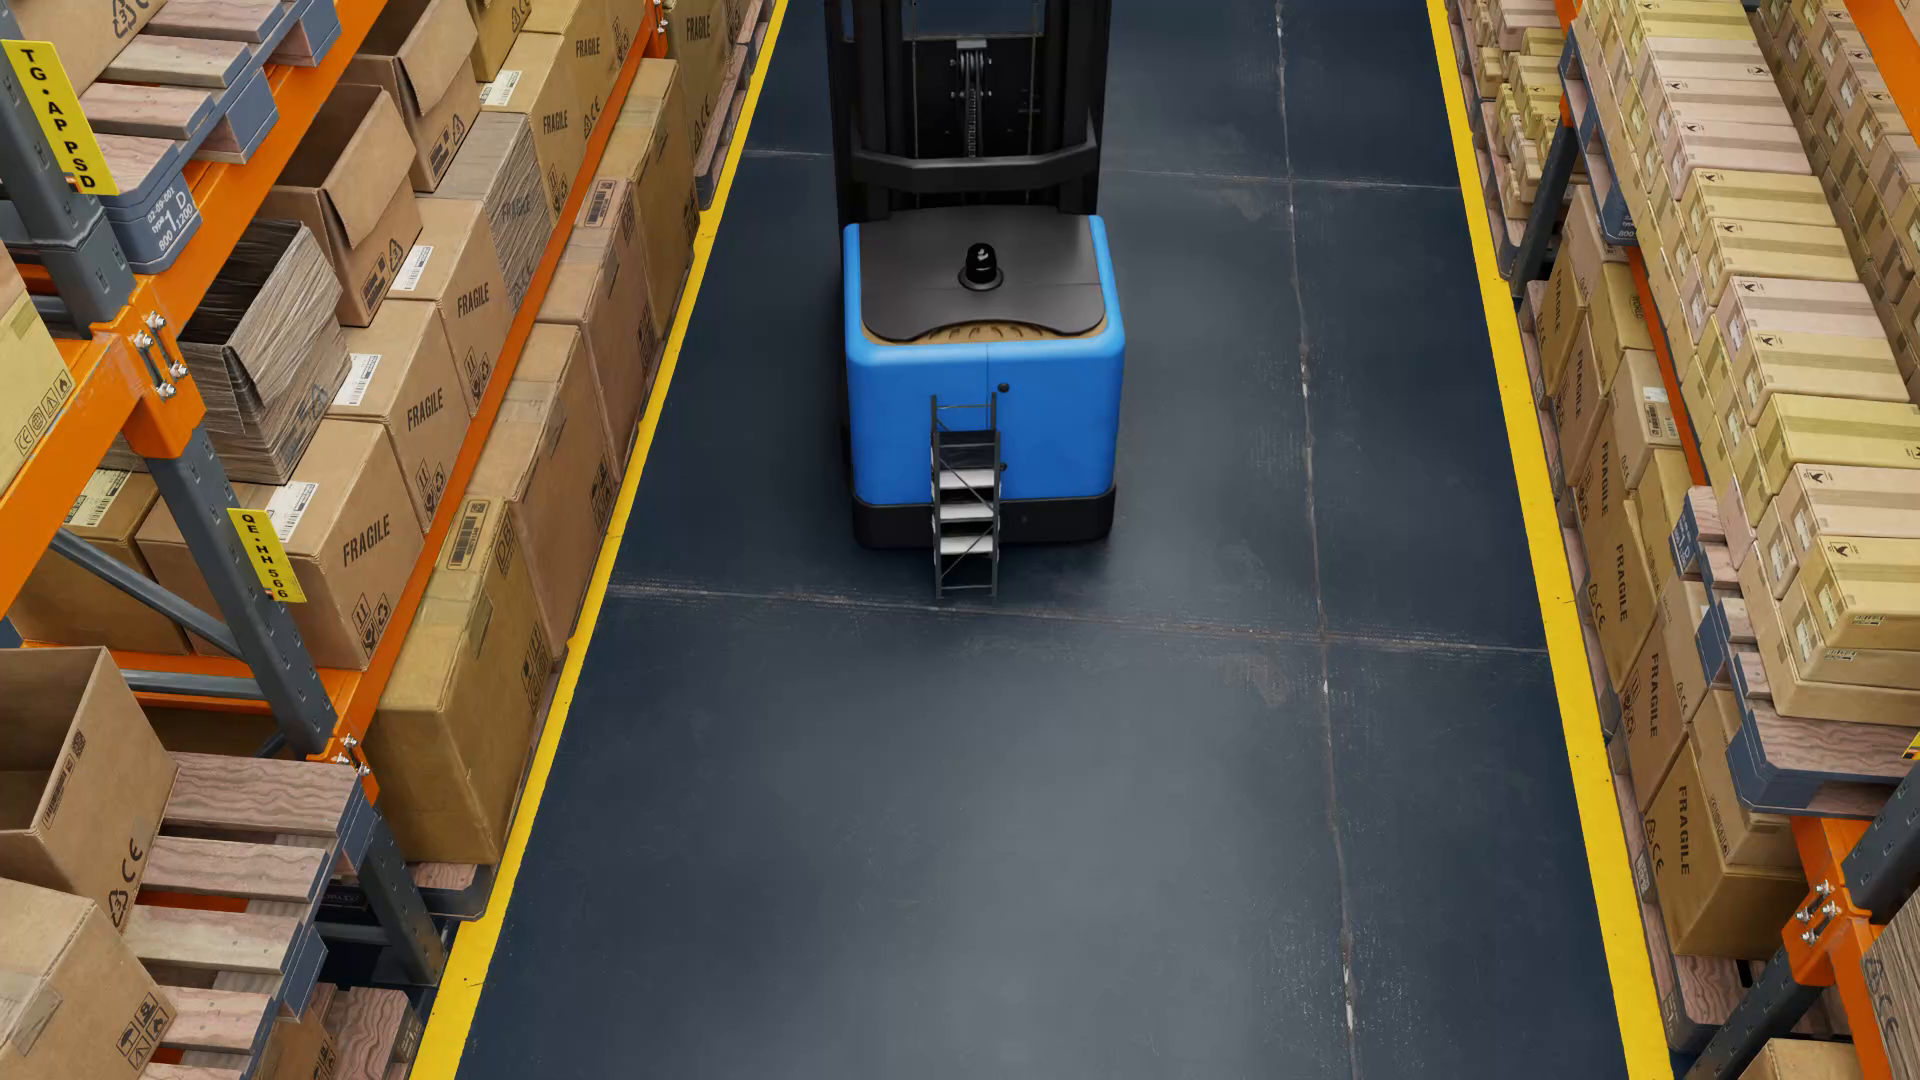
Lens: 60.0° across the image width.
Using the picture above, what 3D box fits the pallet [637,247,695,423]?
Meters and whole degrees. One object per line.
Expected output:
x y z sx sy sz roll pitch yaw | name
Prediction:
-1.830 -1.052 7.595 1.003 0.211 1.213 4 48 4 | pallet

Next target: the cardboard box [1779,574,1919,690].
2.322 0.231 4.216 0.380 0.149 0.250 5 48 4 | cardboard box

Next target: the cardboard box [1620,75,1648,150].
2.534 -1.484 5.785 0.380 0.149 0.250 2 48 2 | cardboard box

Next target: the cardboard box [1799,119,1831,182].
3.185 -1.351 5.864 0.380 0.149 0.250 2 48 2 | cardboard box

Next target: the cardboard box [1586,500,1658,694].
2.614 0.212 5.959 0.500 0.500 0.500 2 48 2 | cardboard box

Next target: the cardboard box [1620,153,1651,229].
2.509 -1.196 5.723 0.380 0.149 0.250 2 48 2 | cardboard box

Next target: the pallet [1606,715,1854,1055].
2.804 1.149 5.582 1.003 0.211 1.213 4 48 4 | pallet

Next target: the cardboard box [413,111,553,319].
-1.749 -1.121 5.701 0.500 0.500 0.500 4 48 4 | cardboard box

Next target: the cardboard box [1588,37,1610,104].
2.582 -1.751 6.231 0.380 0.149 0.250 5 48 4 | cardboard box

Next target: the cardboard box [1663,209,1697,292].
2.461 -0.906 5.256 0.380 0.149 0.250 3 48 3 | cardboard box

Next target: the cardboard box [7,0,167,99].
-2.215 -1.268 3.515 0.797 0.503 0.637 6 48 6 | cardboard box

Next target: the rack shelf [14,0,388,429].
-2.017 -1.865 4.903 1.077 0.370 4.000 4 48 4 | rack shelf

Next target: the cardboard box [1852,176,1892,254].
3.139 -1.040 5.378 0.380 0.149 0.250 4 48 4 | cardboard box

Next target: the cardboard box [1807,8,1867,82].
3.204 -1.719 5.798 0.380 0.149 0.250 2 48 2 | cardboard box

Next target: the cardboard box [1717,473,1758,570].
2.365 -0.039 4.665 0.380 0.149 0.250 5 48 4 | cardboard box

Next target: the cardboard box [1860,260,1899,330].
3.117 -0.755 5.320 0.380 0.149 0.250 2 48 2 | cardboard box

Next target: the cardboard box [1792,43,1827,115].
3.207 -1.633 5.921 0.380 0.149 0.250 6 48 5 | cardboard box

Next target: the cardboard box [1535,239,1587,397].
2.764 -0.930 7.003 0.500 0.500 0.500 6 48 5 | cardboard box

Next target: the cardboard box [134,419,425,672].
-1.884 0.002 4.674 0.500 0.500 0.500 5 48 5 | cardboard box

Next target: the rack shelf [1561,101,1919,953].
2.913 -0.445 5.637 1.077 0.370 4.000 4 48 4 | rack shelf

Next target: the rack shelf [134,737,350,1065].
-2.382 2.087 3.322 1.077 0.370 4.000 4 48 4 | rack shelf

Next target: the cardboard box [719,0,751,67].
-1.613 -3.130 8.762 0.875 0.875 0.875 4 48 4 | cardboard box

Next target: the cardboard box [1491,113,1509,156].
2.859 -2.031 8.249 0.380 0.149 0.250 2 48 2 | cardboard box

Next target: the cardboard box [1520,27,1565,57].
2.969 -2.376 8.160 0.380 0.149 0.250 5 48 5 | cardboard box

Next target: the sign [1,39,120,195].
-1.659 -0.774 3.068 0.100 0.325 0.005 4 48 4 | sign

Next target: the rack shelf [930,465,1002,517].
0.020 -0.191 6.264 0.258 0.077 0.200 -2 48 -2 | rack shelf

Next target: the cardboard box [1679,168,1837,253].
2.464 -1.008 5.147 0.380 0.149 0.250 5 48 5 | cardboard box

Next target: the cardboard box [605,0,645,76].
-1.605 -2.237 6.721 0.500 0.500 0.500 4 48 4 | cardboard box

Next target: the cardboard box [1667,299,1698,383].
2.440 -0.610 5.187 0.380 0.149 0.250 5 48 5 | cardboard box

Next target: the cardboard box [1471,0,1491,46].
2.966 -2.775 8.928 0.380 0.149 0.250 4 48 4 | cardboard box

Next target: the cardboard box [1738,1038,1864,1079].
2.586 1.841 4.299 1.050 0.750 0.750 3 48 3 | cardboard box

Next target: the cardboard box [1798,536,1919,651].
2.319 0.134 4.103 0.380 0.149 0.250 2 48 2 | cardboard box

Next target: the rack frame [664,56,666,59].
-1.835 -2.565 7.089 1.000 3.000 0.127 4 48 4 | rack frame

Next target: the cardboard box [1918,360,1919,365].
3.065 -0.481 4.867 0.380 0.149 0.250 4 48 4 | cardboard box

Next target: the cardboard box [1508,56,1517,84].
2.947 -2.265 8.261 0.380 0.149 0.250 4 48 4 | cardboard box

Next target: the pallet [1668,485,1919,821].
2.690 0.316 4.584 1.213 0.211 1.003 4 48 4 | pallet

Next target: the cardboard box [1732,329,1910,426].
2.389 -0.440 4.628 0.380 0.149 0.250 5 48 5 | cardboard box

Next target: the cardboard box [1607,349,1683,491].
2.668 -0.417 6.026 0.500 0.250 0.500 6 48 5 | cardboard box

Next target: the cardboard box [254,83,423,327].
-2.054 -1.013 4.922 0.797 0.503 0.637 5 48 4 | cardboard box

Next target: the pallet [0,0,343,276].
-2.193 -1.051 3.799 1.213 0.211 1.003 6 48 5 | pallet

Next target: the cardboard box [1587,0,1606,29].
2.601 -2.056 6.307 0.380 0.149 0.250 5 48 4 | cardboard box

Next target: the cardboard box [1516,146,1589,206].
2.808 -1.690 7.735 0.380 0.149 0.250 5 48 4 | cardboard box

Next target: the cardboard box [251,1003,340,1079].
-2.240 1.563 4.709 0.700 0.500 0.500 2 48 1 | cardboard box

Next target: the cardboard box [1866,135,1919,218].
3.134 -1.149 5.276 0.380 0.149 0.250 2 48 2 | cardboard box

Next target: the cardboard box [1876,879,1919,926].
3.049 0.982 5.255 0.500 0.500 0.500 2 48 2 | cardboard box

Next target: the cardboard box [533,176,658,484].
-1.954 -0.861 6.686 1.225 0.875 0.875 2 48 2 | cardboard box

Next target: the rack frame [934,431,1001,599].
0.026 -0.078 6.237 0.240 0.900 0.006 -2 48 -2 | rack frame

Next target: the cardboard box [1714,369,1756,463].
2.390 -0.342 4.740 0.380 0.149 0.250 4 48 4 | cardboard box

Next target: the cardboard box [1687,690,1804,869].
2.532 0.711 4.994 0.500 0.250 0.500 3 48 3 | cardboard box

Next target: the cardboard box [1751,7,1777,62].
3.256 -1.909 6.375 0.380 0.149 0.250 3 48 3 | cardboard box

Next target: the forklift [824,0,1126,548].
0.014 -2.040 6.655 1.130 2.935 3.031 -2 48 -2 | forklift

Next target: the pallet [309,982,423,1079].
-2.272 1.890 4.904 1.003 0.211 1.213 4 48 4 | pallet

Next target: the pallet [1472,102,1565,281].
3.121 -1.712 8.199 1.003 0.211 1.213 4 48 4 | pallet

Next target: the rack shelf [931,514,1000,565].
0.020 -0.009 6.463 0.258 0.077 0.200 -2 48 -2 | rack shelf

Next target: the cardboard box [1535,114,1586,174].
2.869 -1.816 7.649 0.380 0.149 0.250 5 48 5 | cardboard box

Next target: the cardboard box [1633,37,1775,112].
2.531 -1.579 5.670 0.380 0.149 0.250 3 48 3 | cardboard box

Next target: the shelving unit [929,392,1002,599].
0.020 -0.153 6.306 0.258 0.900 0.210 -2 48 -2 | shelving unit
